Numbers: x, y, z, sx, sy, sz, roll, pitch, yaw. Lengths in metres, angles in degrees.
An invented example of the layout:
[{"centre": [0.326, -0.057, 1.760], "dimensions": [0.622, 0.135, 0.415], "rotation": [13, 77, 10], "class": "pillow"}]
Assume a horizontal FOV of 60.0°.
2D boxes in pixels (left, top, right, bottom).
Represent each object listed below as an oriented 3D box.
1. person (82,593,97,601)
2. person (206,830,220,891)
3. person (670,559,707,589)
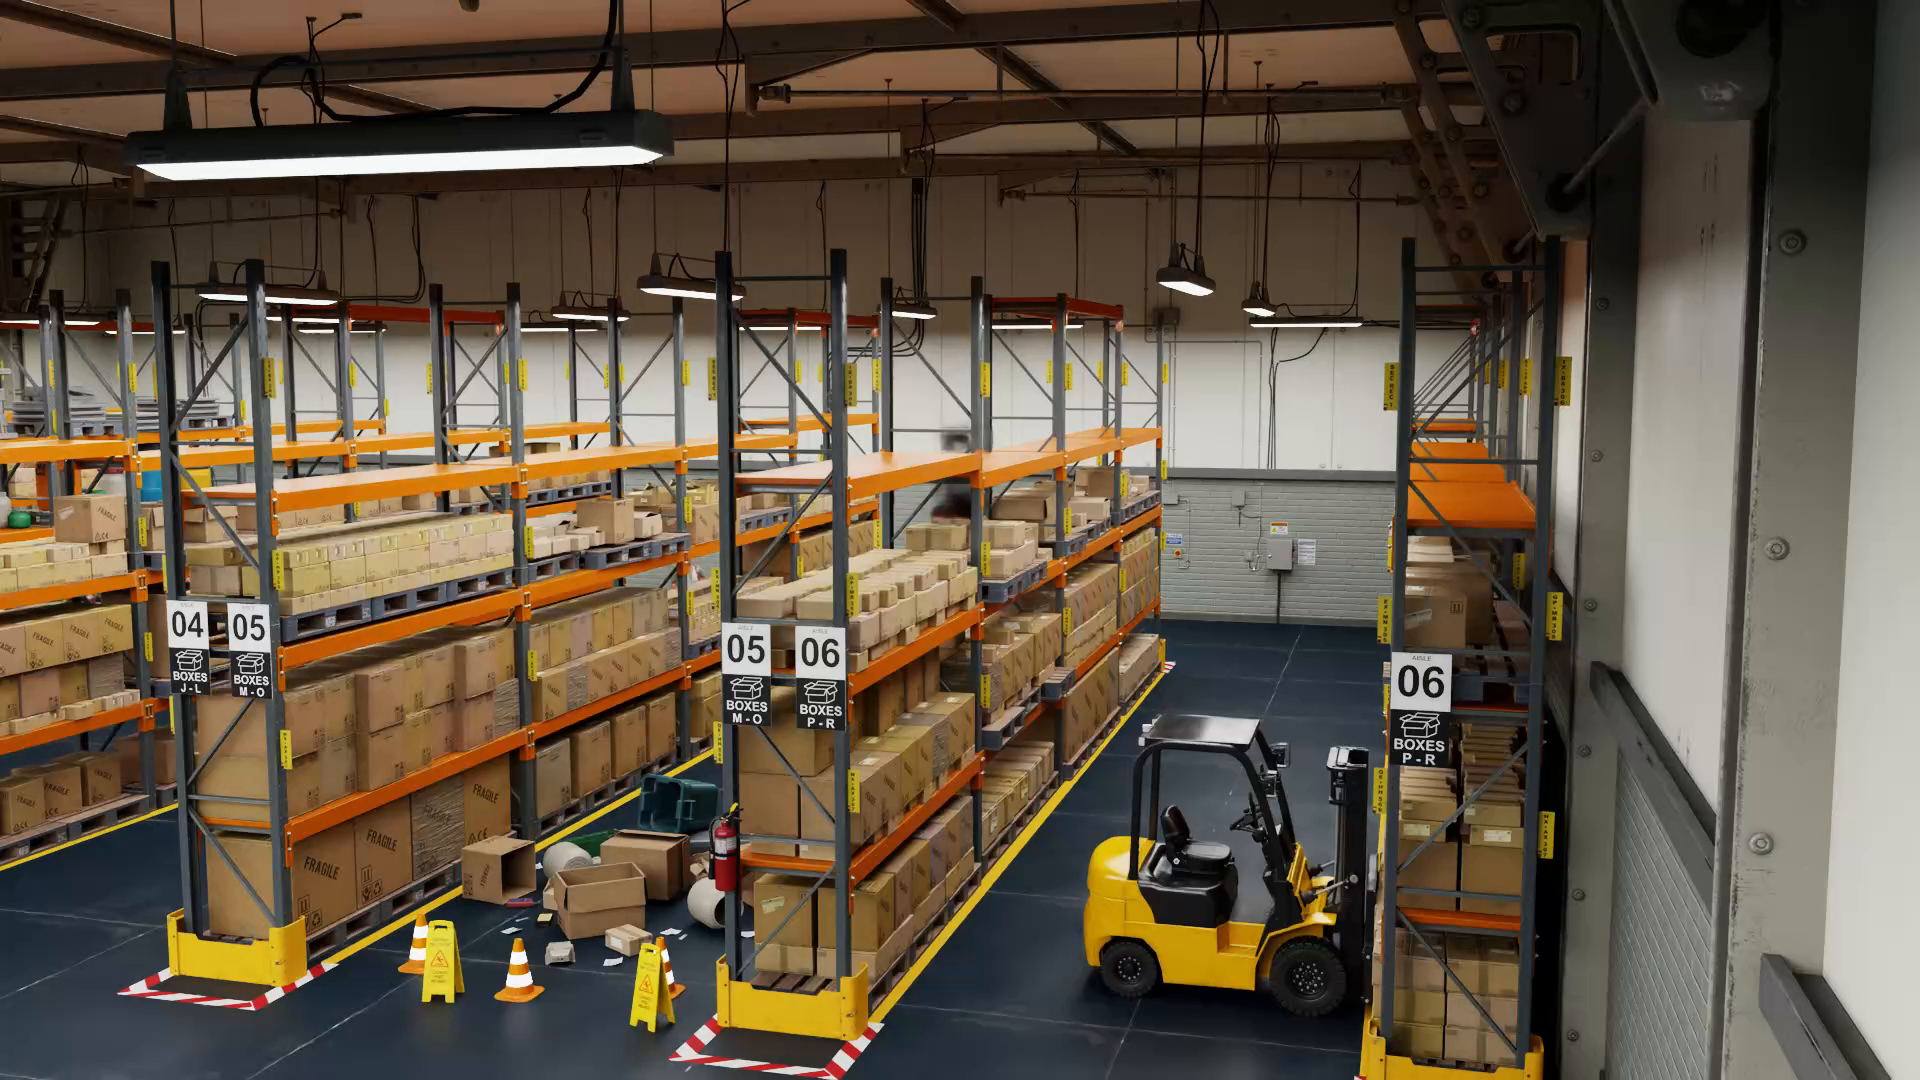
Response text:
[{"centre": [-15.096, 1.176, 29.037], "dimensions": [0.674, 1.785, 0.967], "rotation": [0, 6, 1], "class": "person"}, {"centre": [-7.252, 2.561, 16.573], "dimensions": [0.564, 1.655, 0.969], "rotation": [0, 6, 3], "class": "person"}, {"centre": [-5.004, 1.060, 30.810], "dimensions": [0.689, 1.718, 0.856], "rotation": [-3, 7, -26], "class": "person"}]
